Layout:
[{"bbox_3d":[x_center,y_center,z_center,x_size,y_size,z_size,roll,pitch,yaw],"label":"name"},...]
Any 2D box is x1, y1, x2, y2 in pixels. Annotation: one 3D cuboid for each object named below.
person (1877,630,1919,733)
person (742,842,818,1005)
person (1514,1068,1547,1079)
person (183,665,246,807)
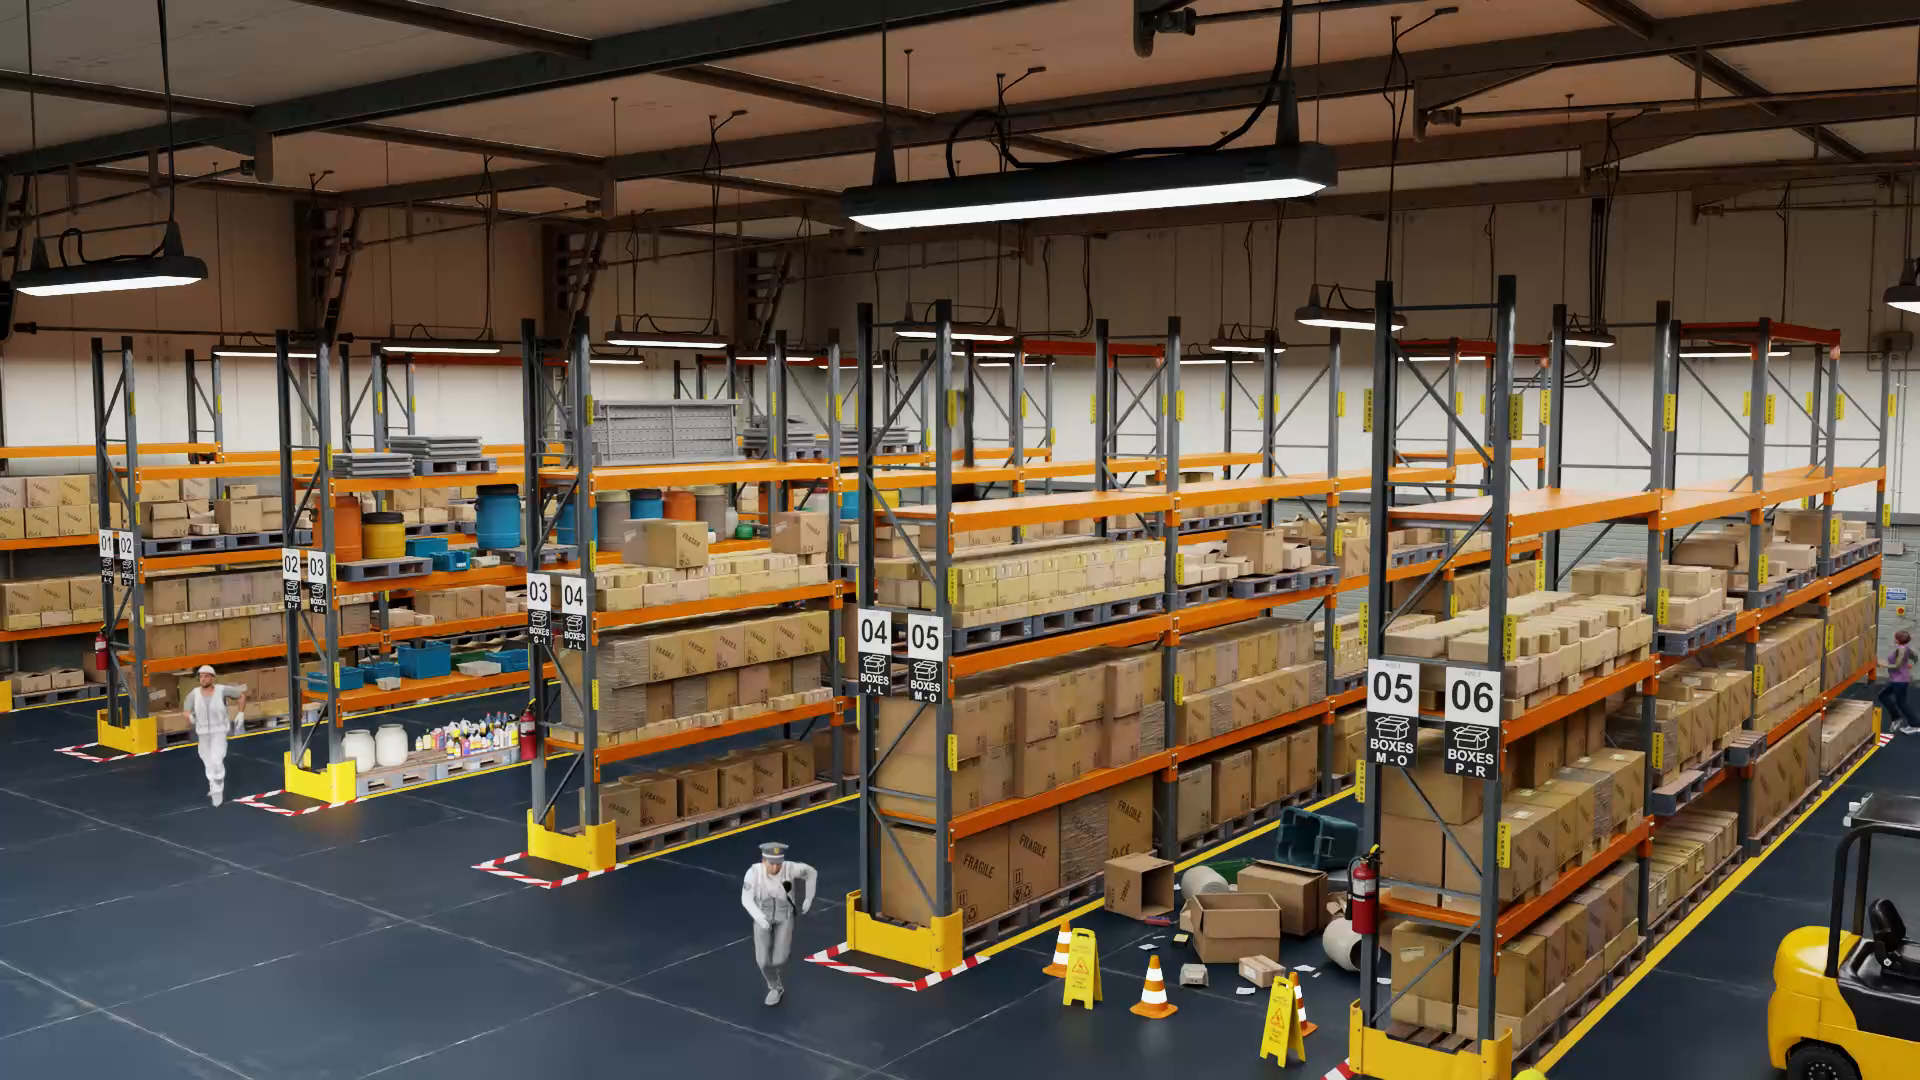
[{"bbox_3d":[14.303,2.159,25.356,0.662,1.592,0.506,3,6,27],"label":"person"},{"bbox_3d":[-1.514,3.218,13.992,0.636,1.493,0.768,-1,5,-6],"label":"person"},{"bbox_3d":[3.135,3.577,8.996,0.747,1.718,1.047,2,6,26],"label":"person"},{"bbox_3d":[-9.389,2.451,20.925,0.671,1.784,0.878,-1,5,-7],"label":"person"}]
